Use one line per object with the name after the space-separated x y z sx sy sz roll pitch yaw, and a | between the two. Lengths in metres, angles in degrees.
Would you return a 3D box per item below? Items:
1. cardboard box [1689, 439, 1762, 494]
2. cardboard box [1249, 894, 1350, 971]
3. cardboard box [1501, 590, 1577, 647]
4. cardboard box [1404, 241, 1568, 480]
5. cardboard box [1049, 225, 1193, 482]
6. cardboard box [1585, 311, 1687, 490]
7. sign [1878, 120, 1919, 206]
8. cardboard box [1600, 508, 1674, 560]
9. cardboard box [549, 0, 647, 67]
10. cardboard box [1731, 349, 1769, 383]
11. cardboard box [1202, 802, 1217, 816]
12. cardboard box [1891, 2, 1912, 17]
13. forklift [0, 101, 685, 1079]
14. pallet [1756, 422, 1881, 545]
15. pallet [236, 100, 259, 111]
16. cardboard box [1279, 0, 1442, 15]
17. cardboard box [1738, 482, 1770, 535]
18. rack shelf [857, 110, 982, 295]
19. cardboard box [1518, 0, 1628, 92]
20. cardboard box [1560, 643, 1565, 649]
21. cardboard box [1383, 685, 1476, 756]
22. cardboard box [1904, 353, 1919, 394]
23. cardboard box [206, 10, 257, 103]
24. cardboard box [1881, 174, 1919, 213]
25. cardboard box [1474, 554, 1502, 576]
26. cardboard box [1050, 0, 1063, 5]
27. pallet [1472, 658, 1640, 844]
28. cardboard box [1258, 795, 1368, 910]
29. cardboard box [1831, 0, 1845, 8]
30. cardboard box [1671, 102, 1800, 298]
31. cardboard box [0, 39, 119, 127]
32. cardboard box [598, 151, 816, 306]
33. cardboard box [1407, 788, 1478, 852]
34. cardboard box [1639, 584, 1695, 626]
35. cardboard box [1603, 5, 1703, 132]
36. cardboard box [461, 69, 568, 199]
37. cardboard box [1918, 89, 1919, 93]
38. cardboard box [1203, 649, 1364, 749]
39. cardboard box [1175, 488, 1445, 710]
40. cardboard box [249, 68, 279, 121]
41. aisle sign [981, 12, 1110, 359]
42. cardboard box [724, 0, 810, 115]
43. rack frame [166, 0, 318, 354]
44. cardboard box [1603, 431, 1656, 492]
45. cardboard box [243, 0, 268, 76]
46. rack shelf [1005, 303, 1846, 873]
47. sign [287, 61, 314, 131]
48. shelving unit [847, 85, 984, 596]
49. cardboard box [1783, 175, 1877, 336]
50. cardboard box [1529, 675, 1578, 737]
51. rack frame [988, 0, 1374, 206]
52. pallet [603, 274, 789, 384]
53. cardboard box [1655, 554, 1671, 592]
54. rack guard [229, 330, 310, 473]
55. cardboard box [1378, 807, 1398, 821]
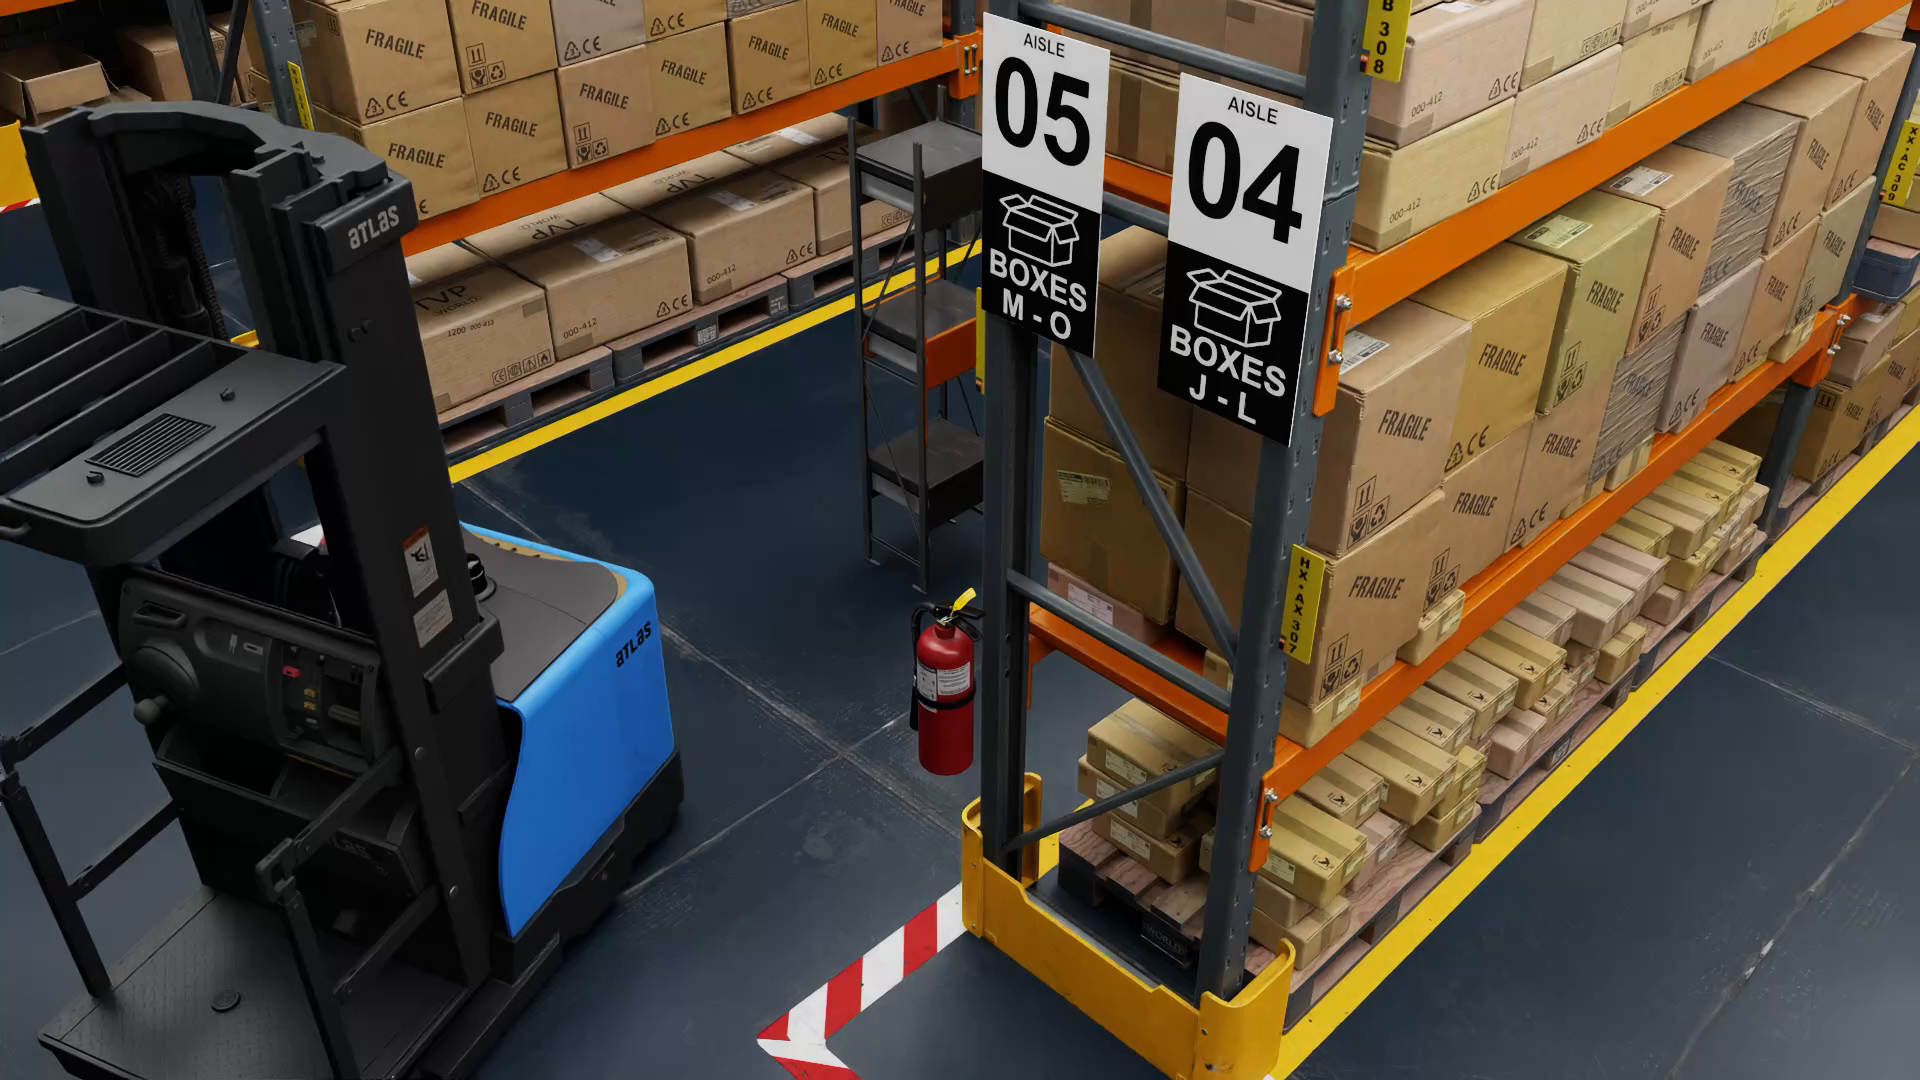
3.214 -0.323 7.196 0.250 0.149 0.380 -29 44 -34 | cardboard box
1.058 1.211 5.516 0.250 0.149 0.380 -29 44 -35 | cardboard box
2.094 0.293 6.313 0.380 0.149 0.250 30 45 35 | cardboard box
1.317 -0.558 4.706 0.500 0.500 0.500 -29 44 -34 | cardboard box
0.607 -0.561 4.711 0.500 0.500 0.500 29 44 34 | cardboard box
2.042 -0.567 5.593 0.500 0.500 0.500 28 44 34 | cardboard box
3.670 -1.465 6.472 0.100 0.325 0.005 30 45 35 | sign
2.654 -0.026 6.770 0.250 0.149 0.380 -28 44 -34 | cardboard box
-1.866 -2.612 7.911 0.500 0.500 0.500 29 44 35 | cardboard box
2.910 -0.780 6.465 0.250 0.149 0.380 -28 44 -34 | cardboard box
0.794 0.852 6.031 0.250 0.149 0.380 -28 44 -34 | cardboard box
4.532 -2.519 8.073 0.380 0.149 0.250 29 44 35 | cardboard box
-2.093 0.457 4.532 1.130 2.935 3.031 14 37 19 | forklift
3.827 -0.499 8.280 1.003 0.211 1.213 30 45 35 | pallet
-5.173 -3.359 12.382 1.003 0.211 1.213 30 45 35 | pallet
0.851 -1.279 3.685 0.380 0.149 0.250 29 44 35 | cardboard box
3.283 -0.195 7.272 0.250 0.149 0.380 -29 44 -35 | cardboard box
-0.117 -1.357 6.660 0.431 0.518 0.480 30 45 35 | rack shelf
1.322 -1.362 4.152 0.500 0.250 0.500 29 44 35 | cardboard box
2.092 0.402 6.417 0.250 0.149 0.380 -28 43 -34 | cardboard box
1.565 0.630 5.829 0.380 0.149 0.250 27 43 33 | cardboard box
4.720 -1.099 8.522 0.500 0.500 0.500 -29 44 -35 | cardboard box
-5.076 -3.518 11.990 0.500 0.500 0.500 -29 44 -35 | cardboard box
3.884 -1.491 6.859 0.250 0.149 0.380 -29 44 -35 | cardboard box
1.594 -0.067 5.443 0.380 0.149 0.250 29 44 35 | cardboard box
0.557 -3.501 10.279 0.500 0.250 0.500 28 44 34 | cardboard box
1.972 0.603 6.701 1.003 0.211 1.213 30 45 35 | pallet
1.072 0.975 5.334 0.380 0.149 0.250 27 43 33 | cardboard box
2.766 -1.989 5.488 0.500 0.250 0.500 29 44 35 | cardboard box
2.409 -1.185 5.605 0.500 0.500 0.500 -29 44 -35 | cardboard box
-6.149 -3.013 11.264 0.797 0.503 0.637 28 43 34 | cardboard box
-1.453 -1.826 9.618 0.875 0.438 0.875 28 44 34 | cardboard box
1.612 0.909 5.949 0.250 0.149 0.380 -29 44 -35 | cardboard box
2.863 0.173 7.005 0.380 0.149 0.250 28 44 34 | cardboard box
1.687 -1.376 4.610 0.500 0.250 0.500 28 44 34 | cardboard box
-2.244 -1.993 7.898 0.500 0.500 0.500 29 44 35 | cardboard box
4.258 -1.832 7.087 0.250 0.149 0.380 -30 44 -35 | cardboard box
0.922 0.402 4.771 0.380 0.149 0.250 29 44 35 | cardboard box
0.974 0.064 4.688 0.500 0.500 0.500 -28 43 -34 | cardboard box
-2.970 -1.999 7.907 0.500 0.500 0.500 -30 45 -35 | cardboard box
0.197 -0.860 4.088 0.394 0.787 0.004 30 45 35 | aisle sign
-1.152 -2.608 8.780 0.500 0.500 0.500 29 44 35 | cardboard box
-3.122 -1.656 7.502 1.000 3.000 0.127 30 45 35 | rack frame
2.194 -0.349 5.847 0.250 0.149 0.380 -29 44 -35 | cardboard box
-2.952 -2.399 7.606 0.500 0.500 0.500 -28 44 -34 | cardboard box
1.871 -0.219 6.070 1.077 0.370 4.000 30 45 35 | rack shelf
-2.733 -1.817 6.908 0.100 0.325 0.005 30 45 35 | sign
-0.117 -0.794 7.053 0.431 2.100 0.503 30 45 35 | shelving unit
3.140 -1.179 6.470 0.500 0.500 0.500 30 45 35 | cardboard box
2.138 0.578 6.424 0.380 0.149 0.250 30 45 35 | cardboard box
0.462 -2.163 2.984 1.000 3.000 0.127 30 45 35 | rack frame
-1.755 -1.361 9.517 1.003 0.211 1.213 30 45 35 | pallet
2.679 0.098 6.852 0.250 0.149 0.380 -29 44 -35 | cardboard box
-3.139 -0.621 8.203 1.175 0.500 0.348 30 45 35 | rack guard
1.356 0.840 5.788 0.250 0.149 0.380 -29 44 -35 | cardboard box
